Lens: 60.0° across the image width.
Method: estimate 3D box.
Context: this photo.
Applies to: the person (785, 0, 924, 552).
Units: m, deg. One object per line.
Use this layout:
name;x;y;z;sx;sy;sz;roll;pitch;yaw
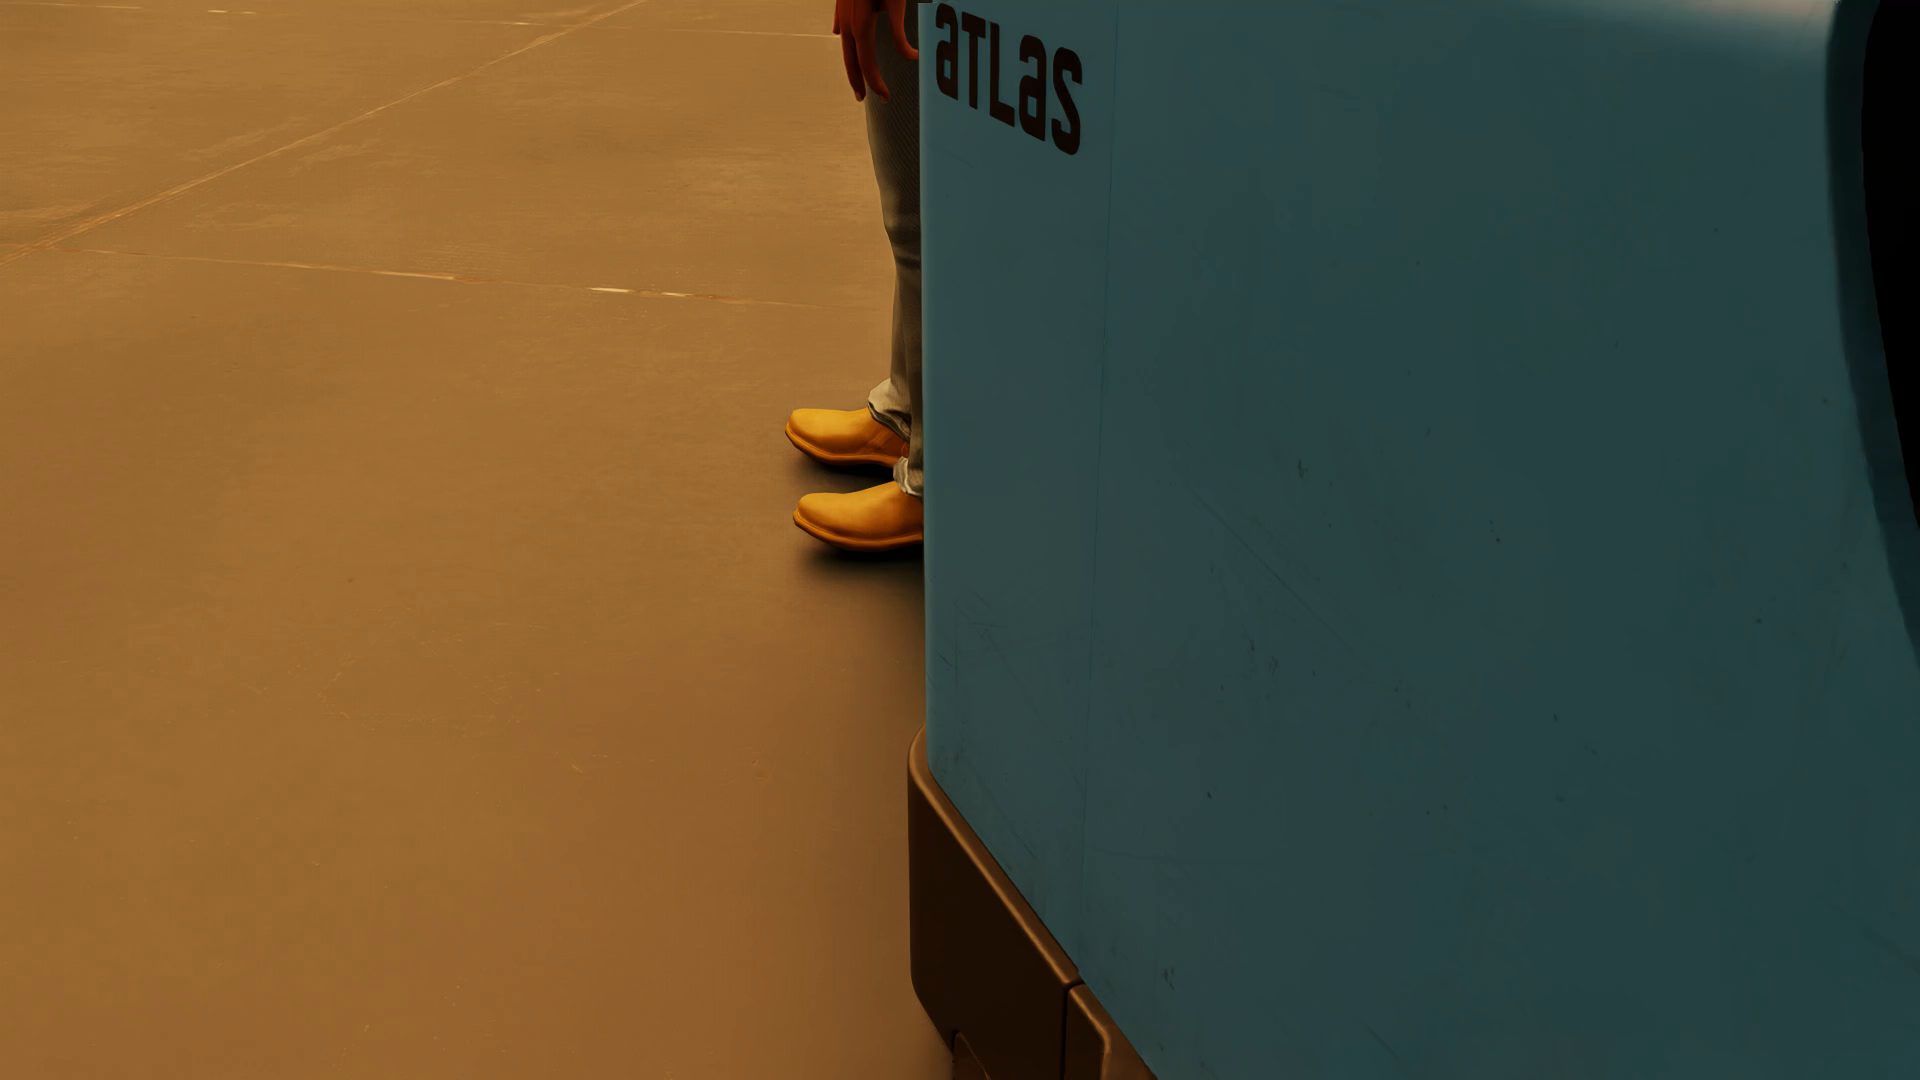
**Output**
person;-0.066;-0.805;2.118;0.576;1.766;0.665;6;27;11
